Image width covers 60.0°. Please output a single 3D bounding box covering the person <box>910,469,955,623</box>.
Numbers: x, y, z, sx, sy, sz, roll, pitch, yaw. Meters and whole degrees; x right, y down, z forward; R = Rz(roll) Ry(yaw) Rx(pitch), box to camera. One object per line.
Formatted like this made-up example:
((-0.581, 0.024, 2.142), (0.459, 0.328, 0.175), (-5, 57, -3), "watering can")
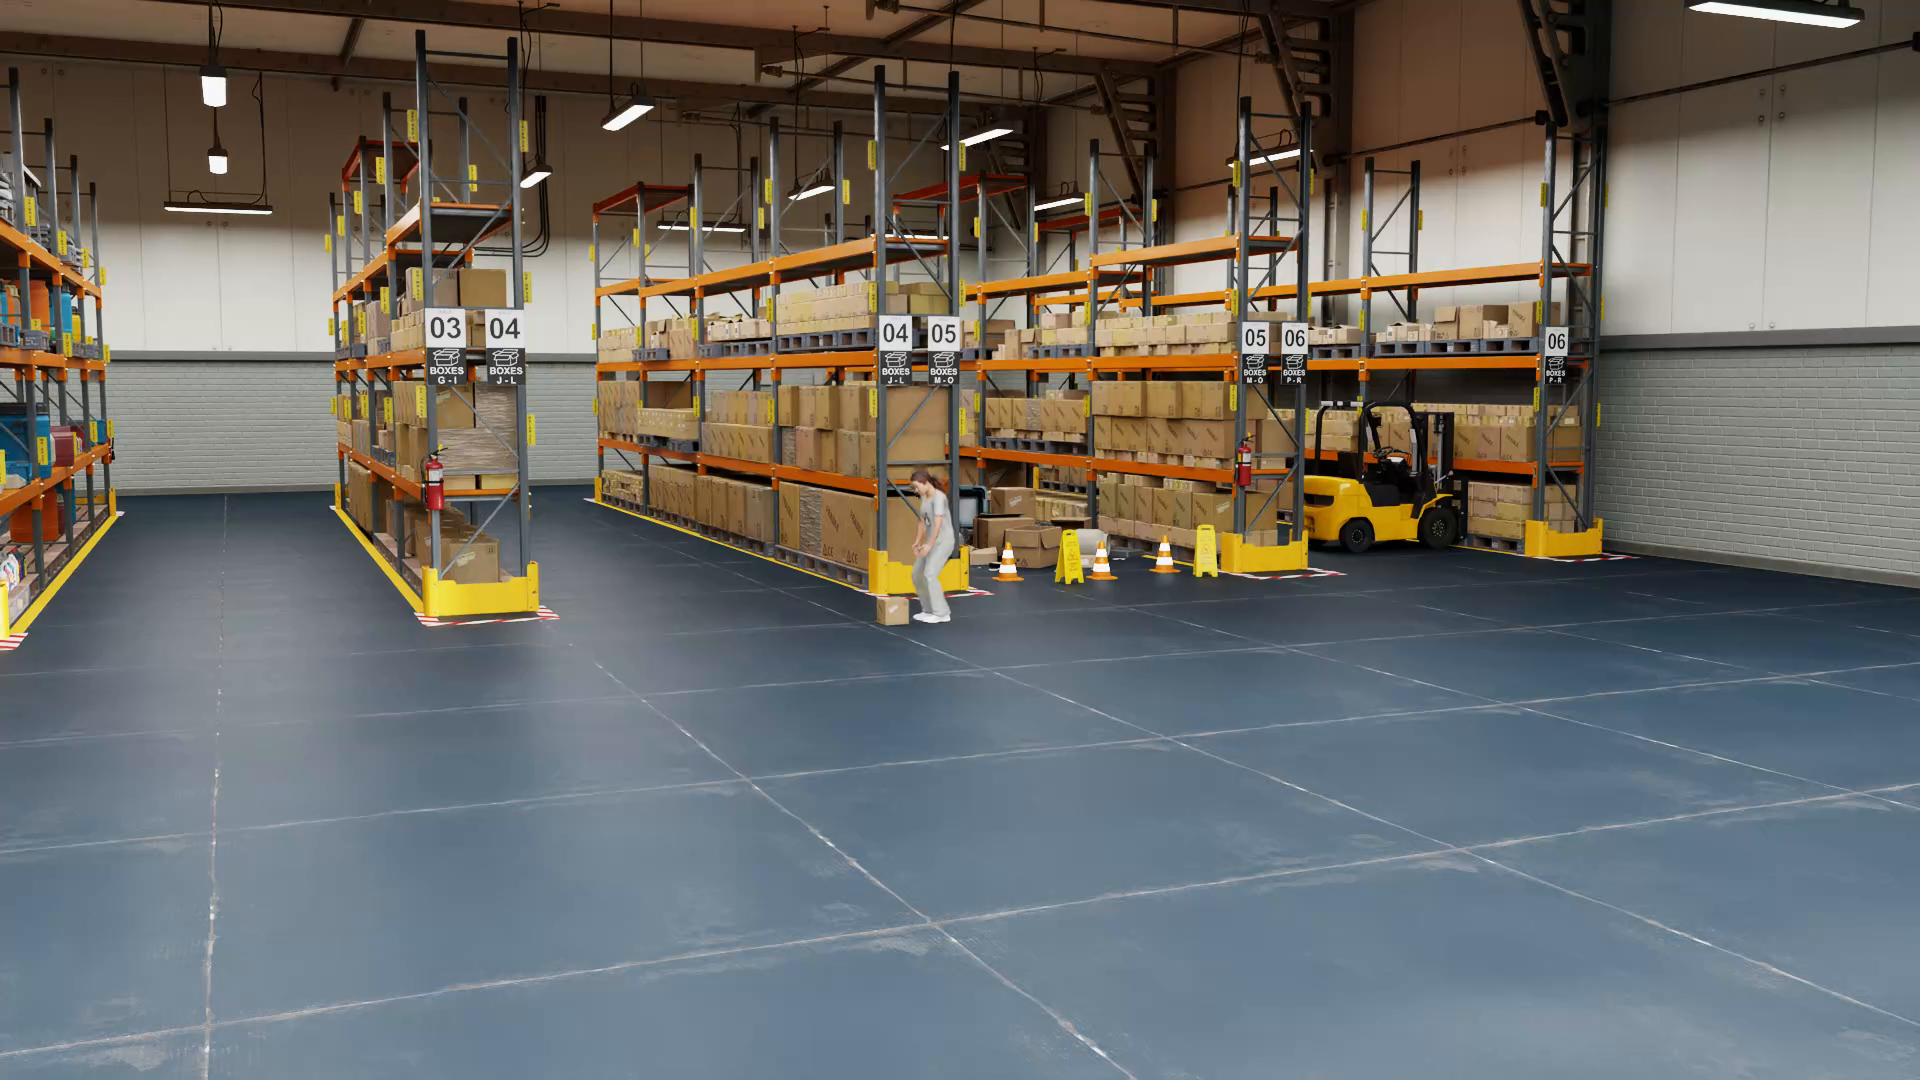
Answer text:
((-0.283, 0.055, 16.980), (0.464, 1.574, 0.475), (-2, 6, -22), "person")
